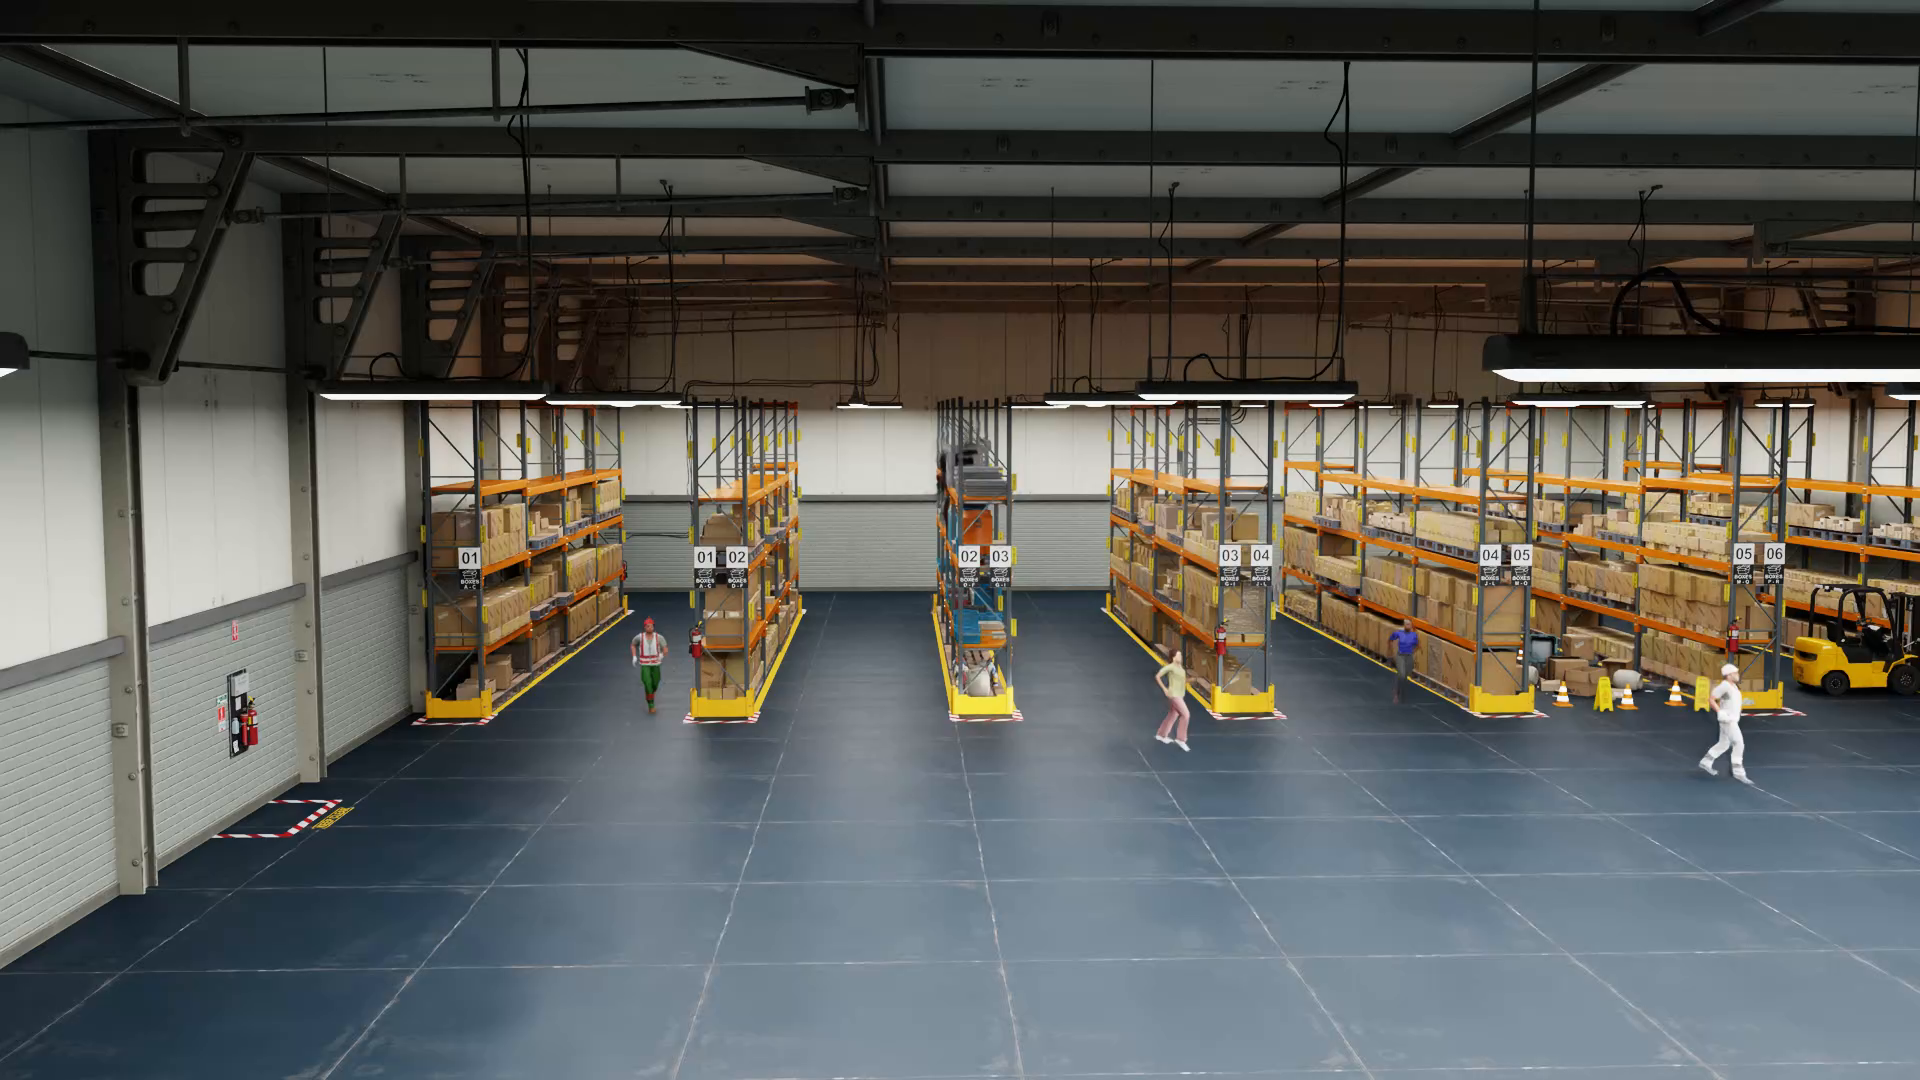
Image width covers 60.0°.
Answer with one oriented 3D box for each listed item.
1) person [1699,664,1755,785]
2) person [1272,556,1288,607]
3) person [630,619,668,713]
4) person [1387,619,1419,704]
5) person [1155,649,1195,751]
[{"bbox_3d":[11.898,2.830,25.770,0.814,1.824,0.640,3,5,33],"label":"person"},{"bbox_3d":[9.418,1.160,48.656,0.704,1.635,0.622,-1,5,-13],"label":"person"},{"bbox_3d":[-5.918,2.374,31.706,0.686,1.766,0.954,-1,5,-18],"label":"person"},{"bbox_3d":[8.762,2.392,32.796,0.576,1.692,0.722,-1,4,-8],"label":"person"},{"bbox_3d":[3.654,2.704,28.296,0.734,1.728,0.549,2,5,29],"label":"person"}]
